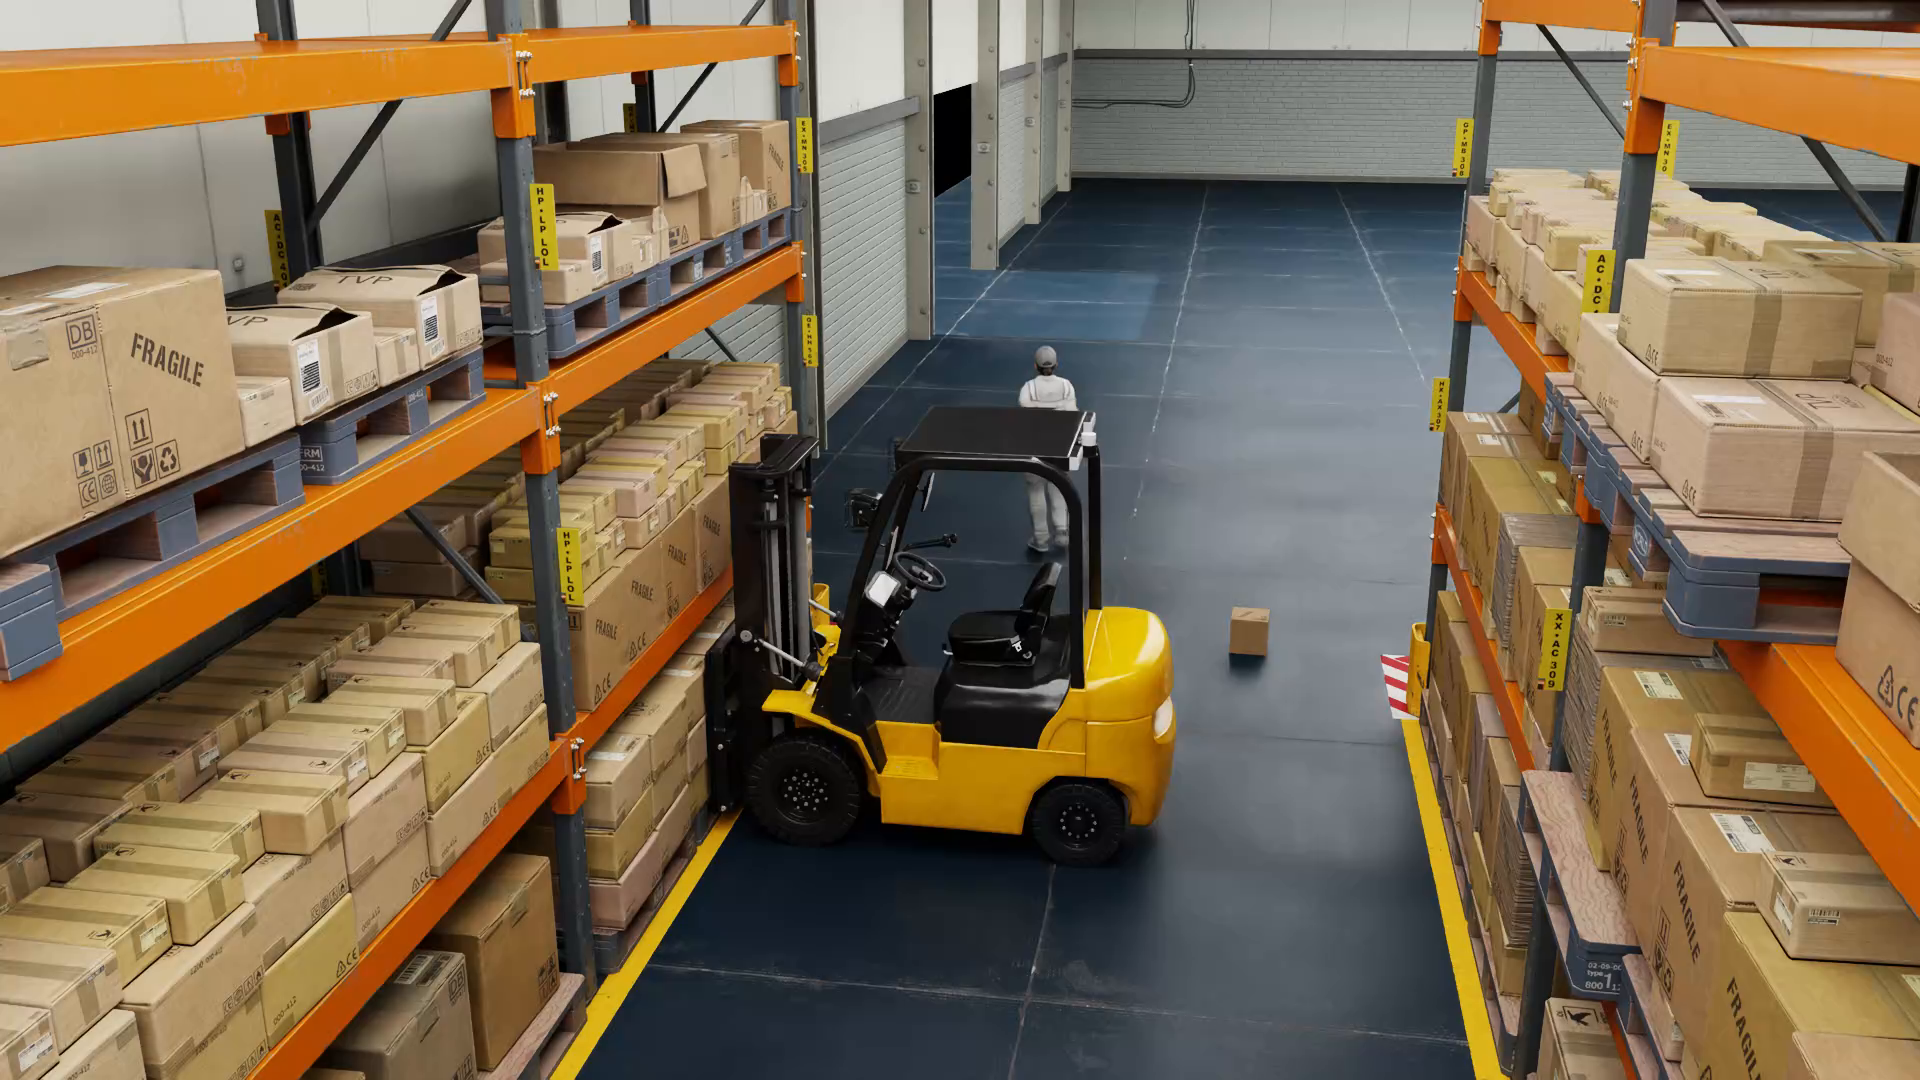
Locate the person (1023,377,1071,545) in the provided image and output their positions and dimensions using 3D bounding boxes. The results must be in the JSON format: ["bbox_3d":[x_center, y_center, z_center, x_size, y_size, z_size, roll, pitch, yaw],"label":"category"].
[{"bbox_3d":[0.668,-0.662,13.279,0.443,1.347,0.460,-5,19,-15],"label":"person"}]
